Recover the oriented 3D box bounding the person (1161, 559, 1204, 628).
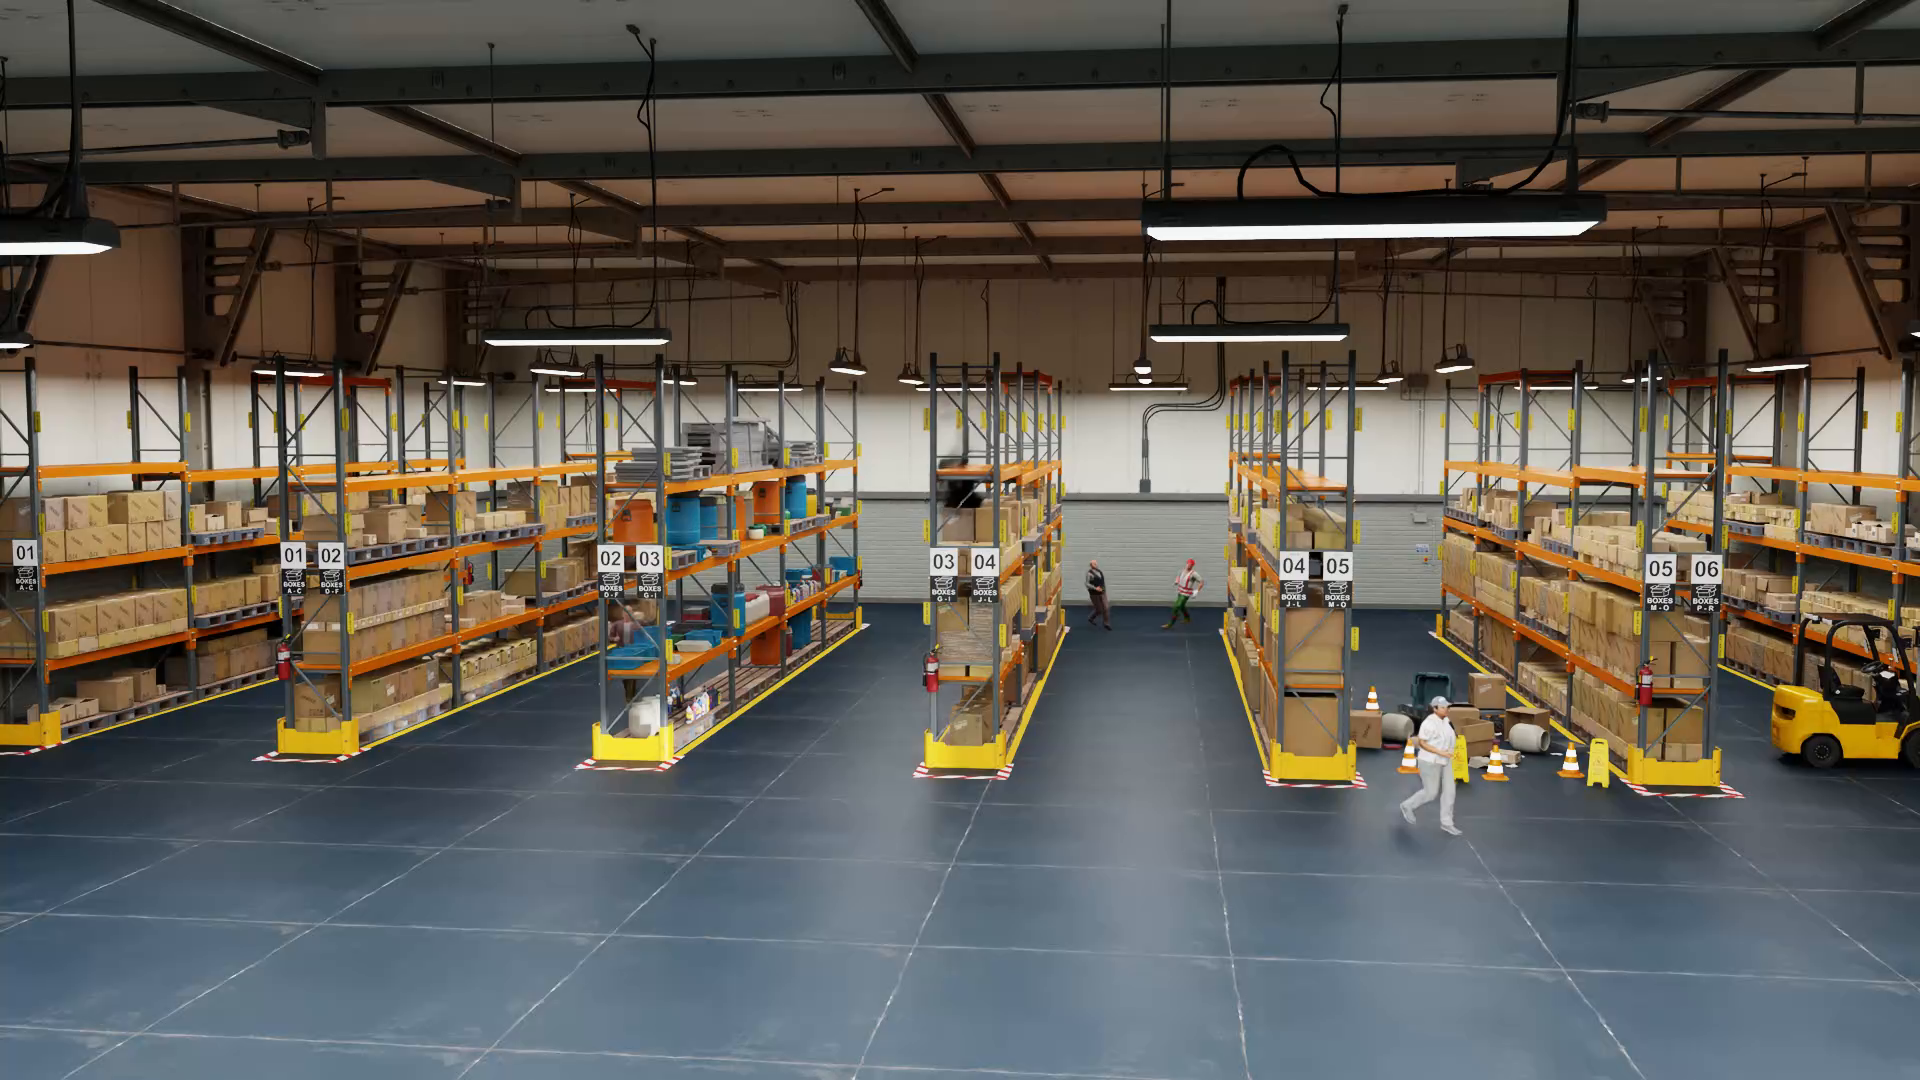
[{"bbox_3d":[5.331,1.285,40.292,0.953,1.703,0.842,-1,4,-11],"label":"person"}]

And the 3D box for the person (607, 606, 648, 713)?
[{"bbox_3d":[-5.778,2.040,28.923,0.694,1.804,0.981,0,4,2],"label":"person"}]

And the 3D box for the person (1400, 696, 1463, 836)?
[{"bbox_3d":[5.820,2.741,20.386,0.629,1.677,0.777,-3,5,-40],"label":"person"}]

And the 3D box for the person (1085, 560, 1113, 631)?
[{"bbox_3d":[3.305,1.329,40.078,0.691,1.708,0.813,-3,5,-38],"label":"person"}]
